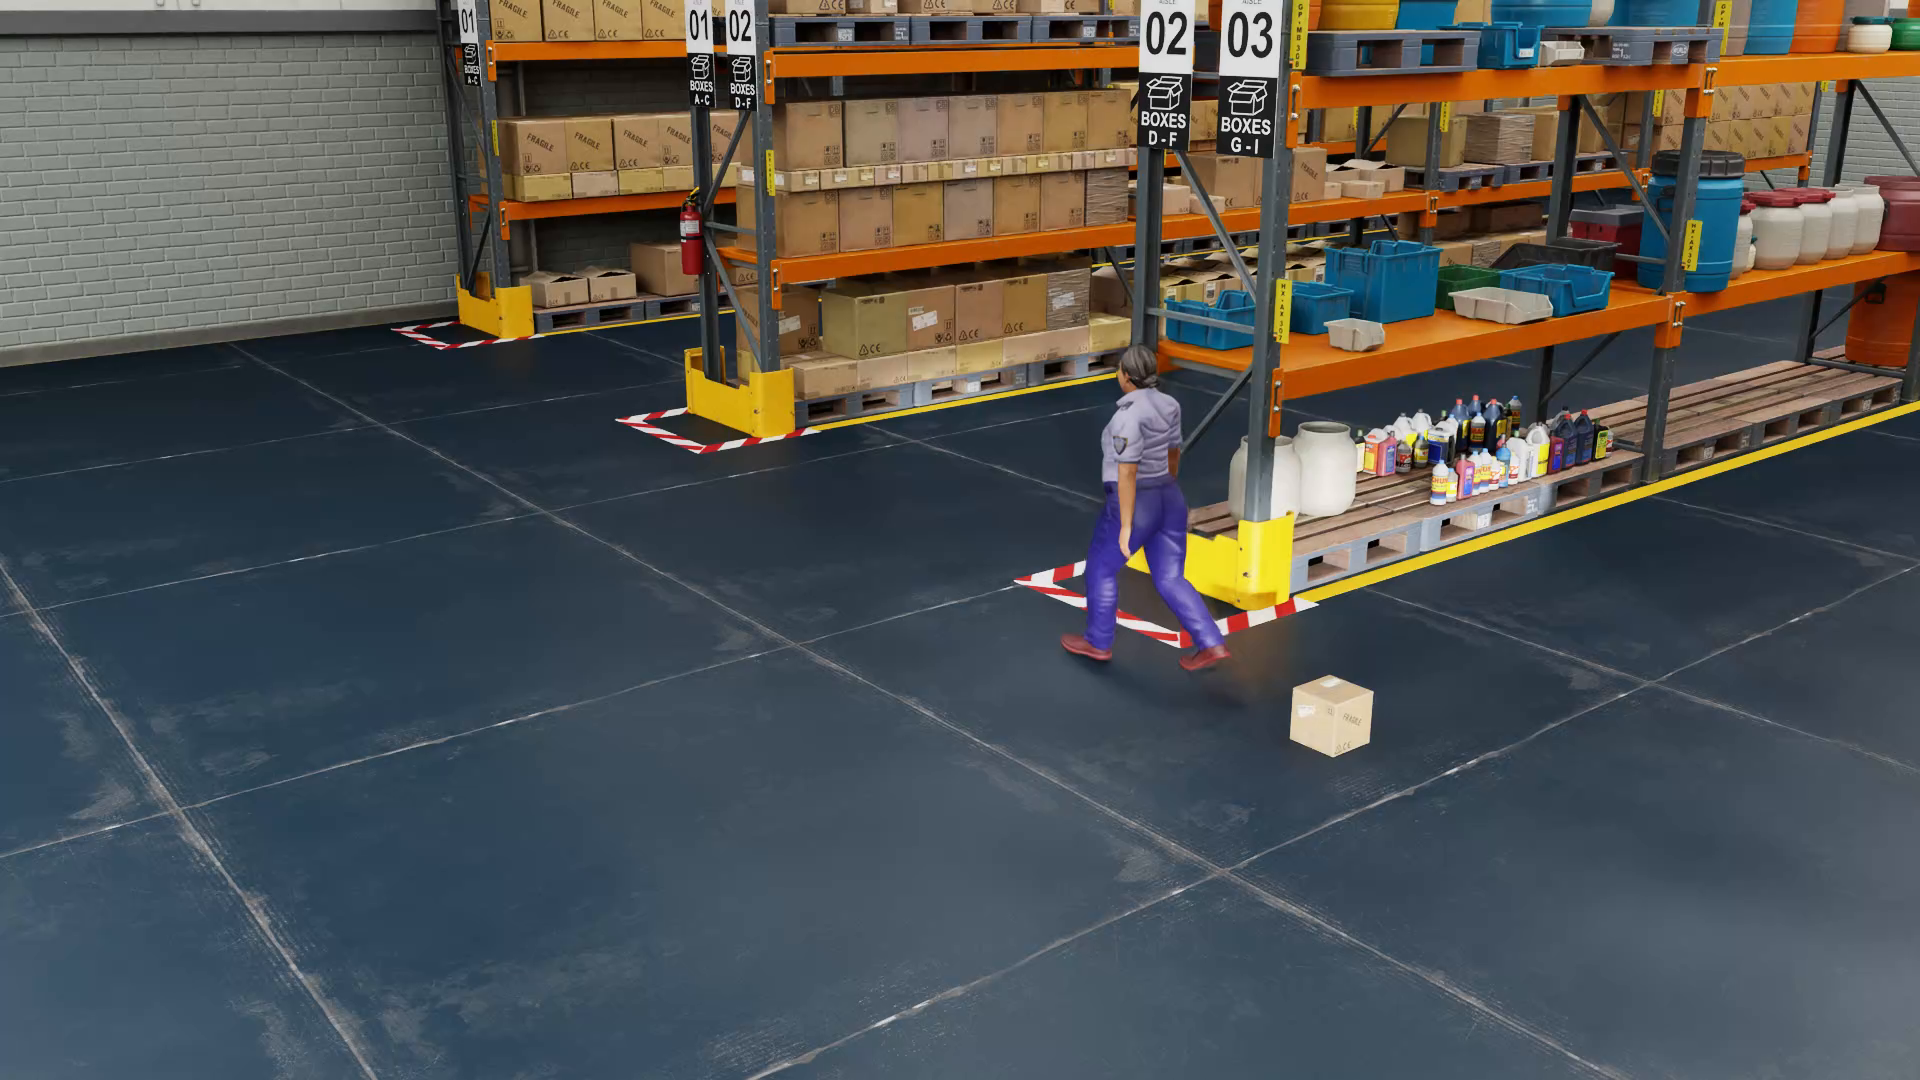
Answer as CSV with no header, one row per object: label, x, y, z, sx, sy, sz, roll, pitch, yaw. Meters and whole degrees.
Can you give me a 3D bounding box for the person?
person,0.920,-0.130,8.003,0.489,1.589,0.957,-15,23,-39
